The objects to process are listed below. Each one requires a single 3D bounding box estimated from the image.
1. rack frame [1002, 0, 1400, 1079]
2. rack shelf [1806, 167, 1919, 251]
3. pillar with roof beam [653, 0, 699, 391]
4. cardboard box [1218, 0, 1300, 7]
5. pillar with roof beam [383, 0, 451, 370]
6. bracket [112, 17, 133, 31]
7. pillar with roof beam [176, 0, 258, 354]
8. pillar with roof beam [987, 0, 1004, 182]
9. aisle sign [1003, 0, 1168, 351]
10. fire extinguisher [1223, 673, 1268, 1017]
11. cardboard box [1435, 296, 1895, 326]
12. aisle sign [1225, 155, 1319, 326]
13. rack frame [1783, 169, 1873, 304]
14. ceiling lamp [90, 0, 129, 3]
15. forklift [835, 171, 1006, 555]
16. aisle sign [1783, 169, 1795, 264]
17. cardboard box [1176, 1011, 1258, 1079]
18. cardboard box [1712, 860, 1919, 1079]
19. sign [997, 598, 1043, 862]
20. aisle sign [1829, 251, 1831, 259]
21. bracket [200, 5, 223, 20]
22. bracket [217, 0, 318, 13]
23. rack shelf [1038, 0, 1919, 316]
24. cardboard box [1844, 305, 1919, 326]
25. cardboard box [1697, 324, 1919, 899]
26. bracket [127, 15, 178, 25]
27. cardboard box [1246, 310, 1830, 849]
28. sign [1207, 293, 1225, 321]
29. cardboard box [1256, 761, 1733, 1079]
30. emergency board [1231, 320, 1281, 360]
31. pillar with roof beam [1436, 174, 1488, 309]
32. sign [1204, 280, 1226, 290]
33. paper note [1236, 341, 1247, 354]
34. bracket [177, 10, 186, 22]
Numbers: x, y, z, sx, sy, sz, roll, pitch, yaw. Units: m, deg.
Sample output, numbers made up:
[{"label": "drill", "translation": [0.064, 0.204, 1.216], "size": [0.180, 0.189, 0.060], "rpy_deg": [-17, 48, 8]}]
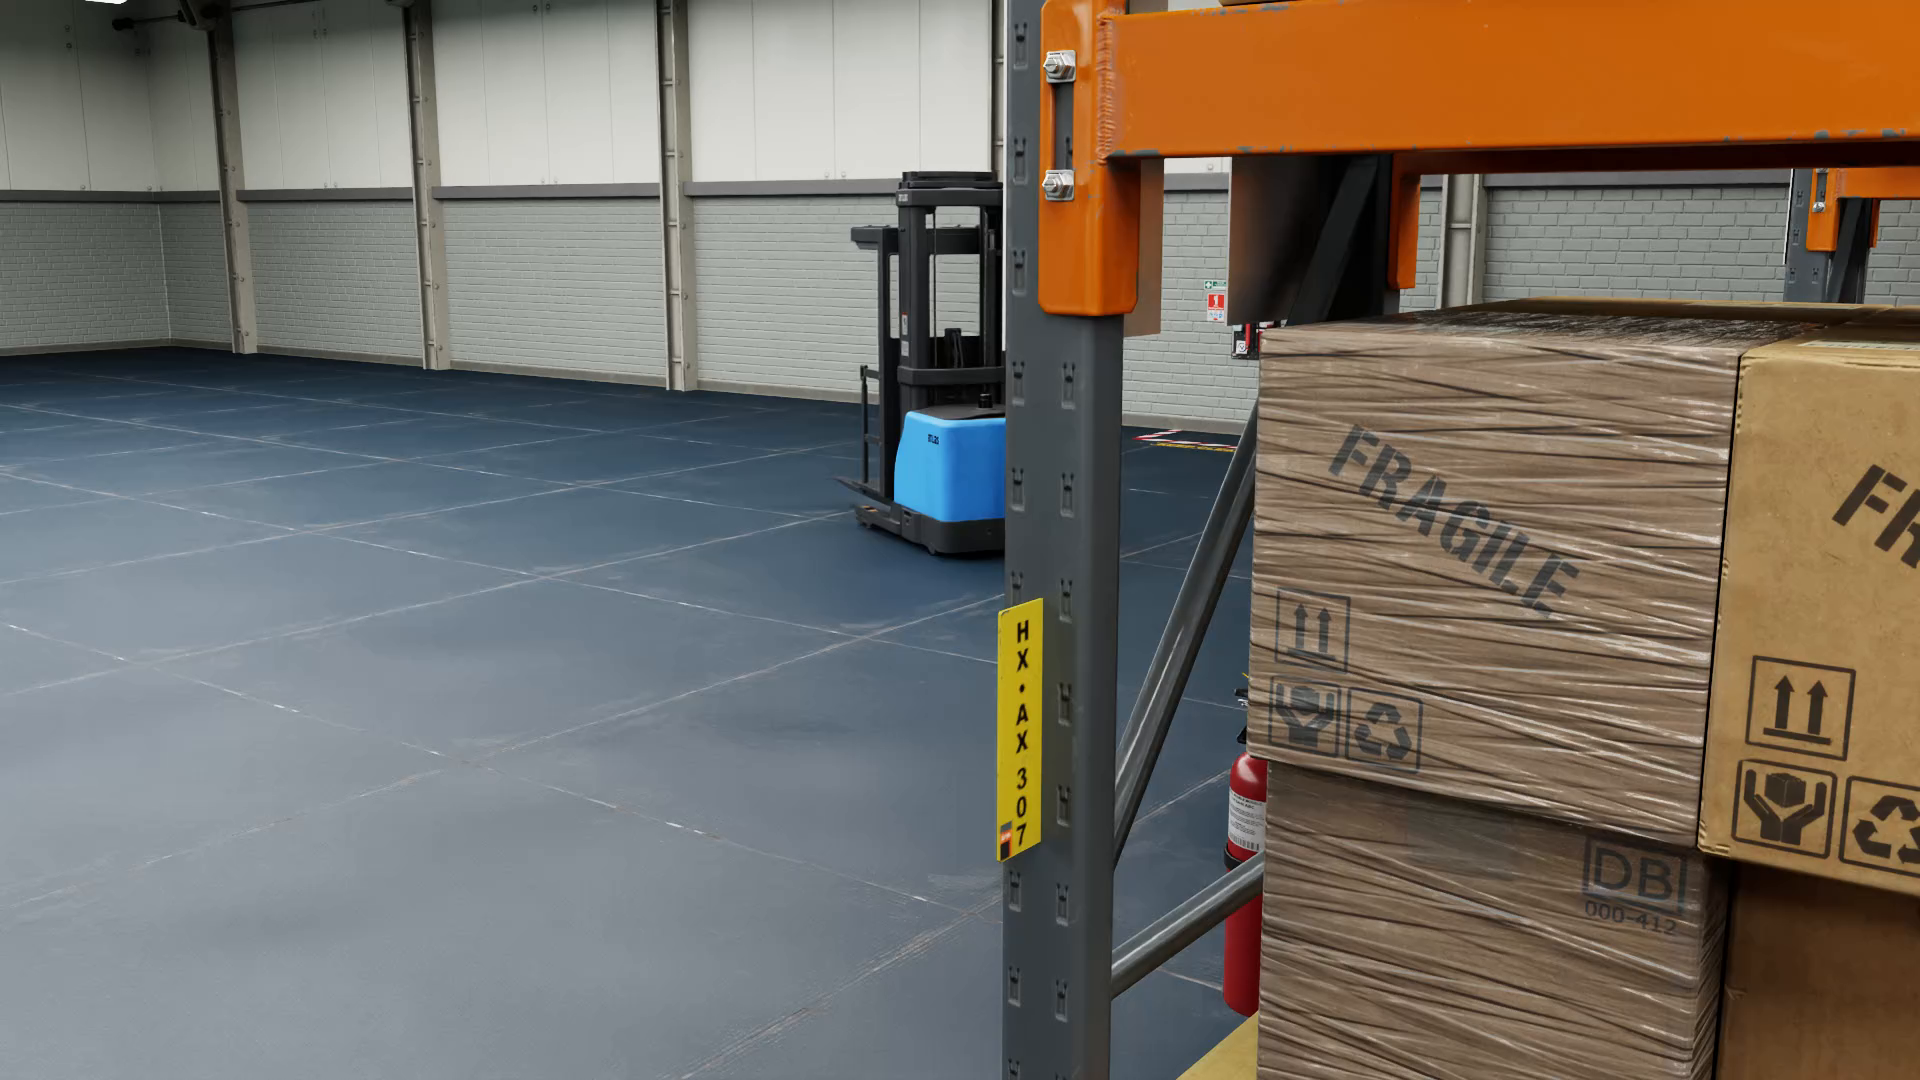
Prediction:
[{"label": "rack frame", "translation": [0.397, 0.583, 2.619], "size": [0.053, 2.616, 0.949], "rpy_deg": [8, 13, 36]}, {"label": "rack shelf", "translation": [4.943, -1.070, 5.162], "size": [4.000, 0.370, 1.077], "rpy_deg": [8, 13, 36]}, {"label": "pillar with roof beam", "translation": [-6.785, -6.056, 21.142], "size": [0.400, 9.000, 9.100], "rpy_deg": [8, 13, 36]}, {"label": "cardboard box", "translation": [0.634, -0.723, 1.867], "size": [0.500, 0.250, 0.500], "rpy_deg": [8, 14, 37]}, {"label": "pillar with roof beam", "translation": [-11.621, -6.731, 24.629], "size": [0.548, 9.000, 9.100], "rpy_deg": [8, 13, 36]}, {"label": "bracket", "translation": [-16.364, -10.090, 32.518], "size": [0.430, 0.232, 0.235], "rpy_deg": [8, 13, 36]}, {"label": "pillar with roof beam", "translation": [-16.457, -7.405, 28.116], "size": [0.548, 9.000, 9.100], "rpy_deg": [8, 13, 36]}, {"label": "pillar with roof beam", "translation": [-1.949, -5.382, 17.656], "size": [0.400, 9.000, 9.100], "rpy_deg": [8, 13, 36]}, {"label": "aisle sign", "translation": [0.172, -0.655, 2.173], "size": [0.004, 0.787, 0.394], "rpy_deg": [8, 13, 36]}, {"label": "fire extinguisher", "translation": [0.580, 0.537, 3.060], "size": [0.183, 0.674, 0.296], "rpy_deg": [8, 13, 36]}, {"label": "cardboard box", "translation": [0.989, -0.080, 2.365], "size": [0.500, 0.500, 0.500], "rpy_deg": [8, 13, 36]}, {"label": "aisle sign", "translation": [0.527, -0.747, 2.648], "size": [0.004, 0.787, 0.394], "rpy_deg": [8, 13, 36]}, {"label": "rack frame", "translation": [3.331, -0.176, 6.541], "size": [0.127, 3.000, 1.000], "rpy_deg": [8, 13, 36]}, {"label": "ceiling lamp", "translation": [-13.731, -9.736, 24.797], "size": [0.800, 3.185, 2.000], "rpy_deg": [8, 13, 36]}, {"label": "forklift", "translation": [-0.246, -1.566, 13.906], "size": [1.130, 2.935, 3.031], "rpy_deg": [-5, 12, -23]}, {"label": "aisle sign", "translation": [3.099, -1.415, 6.104], "size": [0.004, 0.787, 0.394], "rpy_deg": [8, 13, 36]}, {"label": "cardboard box", "translation": [0.488, 0.774, 2.291], "size": [0.250, 0.149, 0.380], "rpy_deg": [8, 13, 36]}, {"label": "cardboard box", "translation": [1.300, 0.491, 2.047], "size": [0.500, 0.500, 0.875], "rpy_deg": [8, 13, 36]}, {"label": "sign", "translation": [0.078, 0.241, 2.110], "size": [0.005, 0.325, 0.100], "rpy_deg": [8, 13, 36]}, {"label": "aisle sign", "translation": [3.449, -1.506, 6.571], "size": [0.004, 0.787, 0.394], "rpy_deg": [8, 13, 36]}, {"label": "bracket", "translation": [-13.785, -9.731, 30.659], "size": [0.430, 0.232, 0.235], "rpy_deg": [8, 13, 36]}, {"label": "bracket", "translation": [-11.708, -9.441, 29.162], "size": [4.783, 0.066, 0.076], "rpy_deg": [8, 13, 36]}, {"label": "rack shelf", "translation": [2.011, -0.312, 1.243], "size": [4.000, 0.370, 1.077], "rpy_deg": [8, 13, 36]}, {"label": "cardboard box", "translation": [1.395, -0.024, 2.079], "size": [0.500, 0.500, 0.500], "rpy_deg": [8, 13, 36]}, {"label": "cardboard box", "translation": [1.080, 0.057, 1.658], "size": [0.500, 0.500, 0.500], "rpy_deg": [8, 13, 36]}, {"label": "bracket", "translation": [-15.888, -10.024, 32.175], "size": [3.189, 0.066, 0.076], "rpy_deg": [8, 13, 36]}, {"label": "cardboard box", "translation": [0.681, 0.000, 1.954], "size": [0.500, 0.500, 0.500], "rpy_deg": [8, 13, 36]}, {"label": "sign", "translation": [3.081, -2.800, 20.011], "size": [0.234, 0.329, 0.001], "rpy_deg": [8, 13, 36]}, {"label": "cardboard box", "translation": [0.826, 0.453, 2.243], "size": [0.500, 0.500, 0.875], "rpy_deg": [8, 13, 36]}, {"label": "emergency board", "translation": [3.466, -2.704, 19.612], "size": [0.643, 1.169, 0.194], "rpy_deg": [8, 13, 36]}, {"label": "pillar with roof beam", "translation": [2.887, -4.707, 14.169], "size": [0.400, 9.000, 9.100], "rpy_deg": [8, 13, 36]}, {"label": "sign", "translation": [3.080, -3.058, 19.951], "size": [0.331, 0.109, 0.001], "rpy_deg": [8, 13, 36]}, {"label": "paper note", "translation": [3.364, -2.302, 19.853], "size": [0.142, 0.148, 0.016], "rpy_deg": [8, 13, 36]}, {"label": "bracket", "translation": [-14.454, -9.824, 31.141], "size": [0.430, 0.232, 0.235], "rpy_deg": [8, 13, 36]}]
